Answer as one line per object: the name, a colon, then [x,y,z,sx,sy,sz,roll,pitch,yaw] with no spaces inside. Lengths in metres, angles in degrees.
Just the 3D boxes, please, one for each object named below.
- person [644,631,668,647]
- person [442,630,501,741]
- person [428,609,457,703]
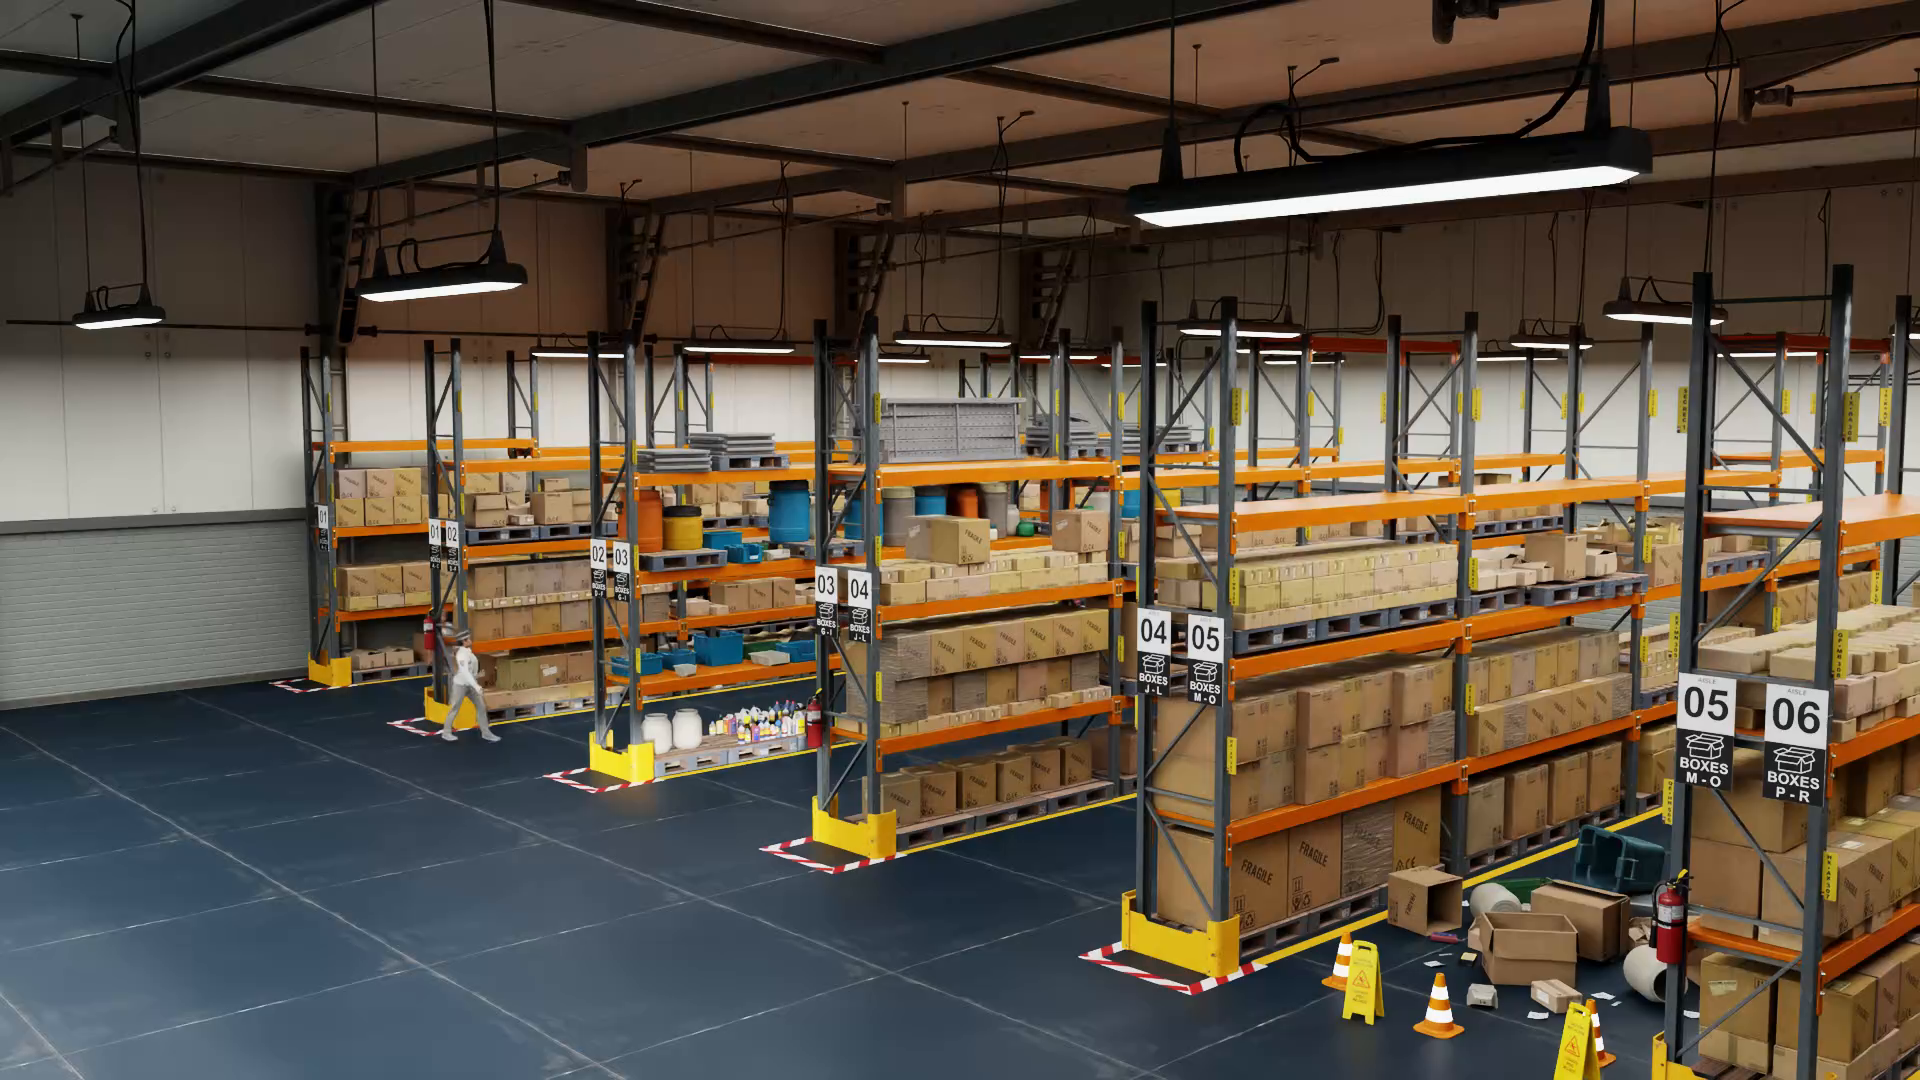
person: [-5.633,1.635,30.739,0.493,1.699,0.530,-1,5,-12]
person: [-7.262,2.157,24.618,0.878,1.652,0.496,1,5,15]
person: [-8.590,1.973,27.643,0.509,1.664,0.336,-3,6,-26]
